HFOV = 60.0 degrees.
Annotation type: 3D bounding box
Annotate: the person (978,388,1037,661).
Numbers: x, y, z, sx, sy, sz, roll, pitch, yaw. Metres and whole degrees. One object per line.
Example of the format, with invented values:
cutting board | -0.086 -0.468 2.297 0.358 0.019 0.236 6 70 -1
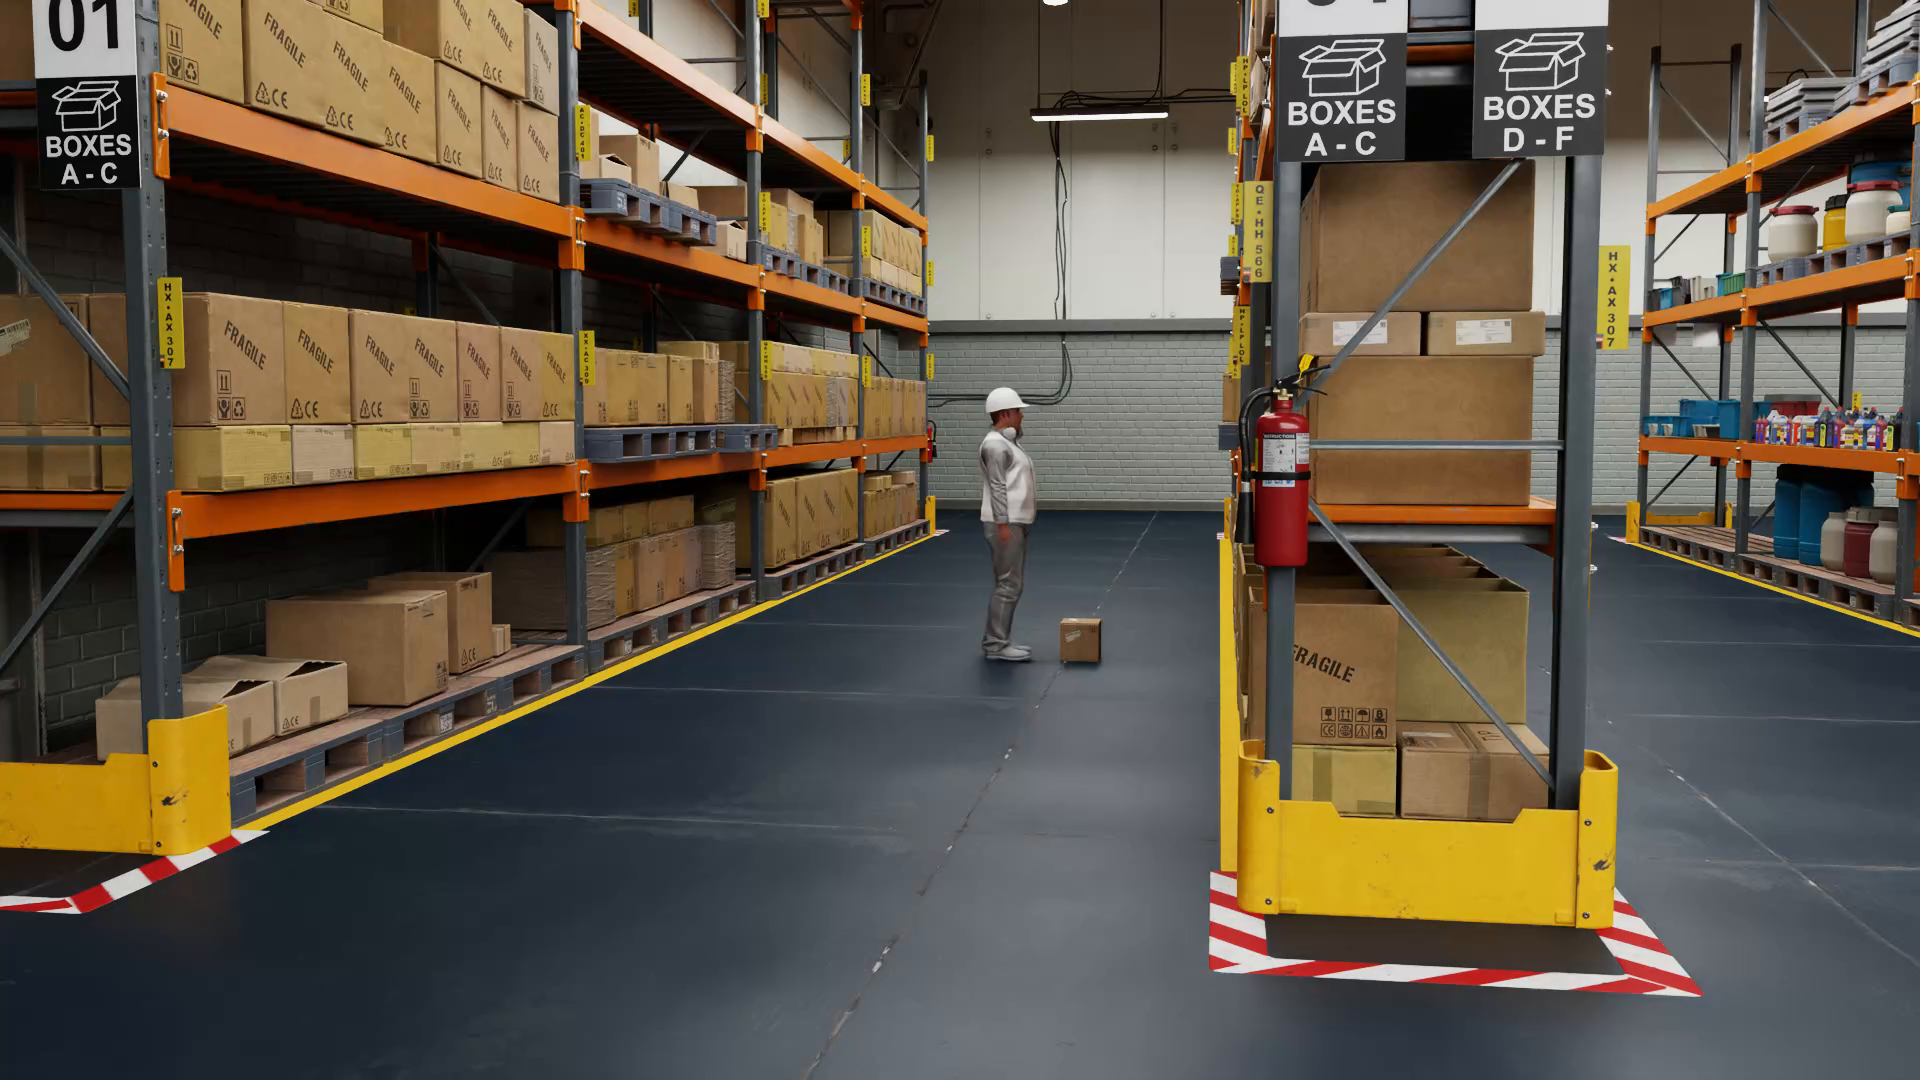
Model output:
person | 0.318 -0.108 10.898 0.358 1.772 0.532 1 4 10
